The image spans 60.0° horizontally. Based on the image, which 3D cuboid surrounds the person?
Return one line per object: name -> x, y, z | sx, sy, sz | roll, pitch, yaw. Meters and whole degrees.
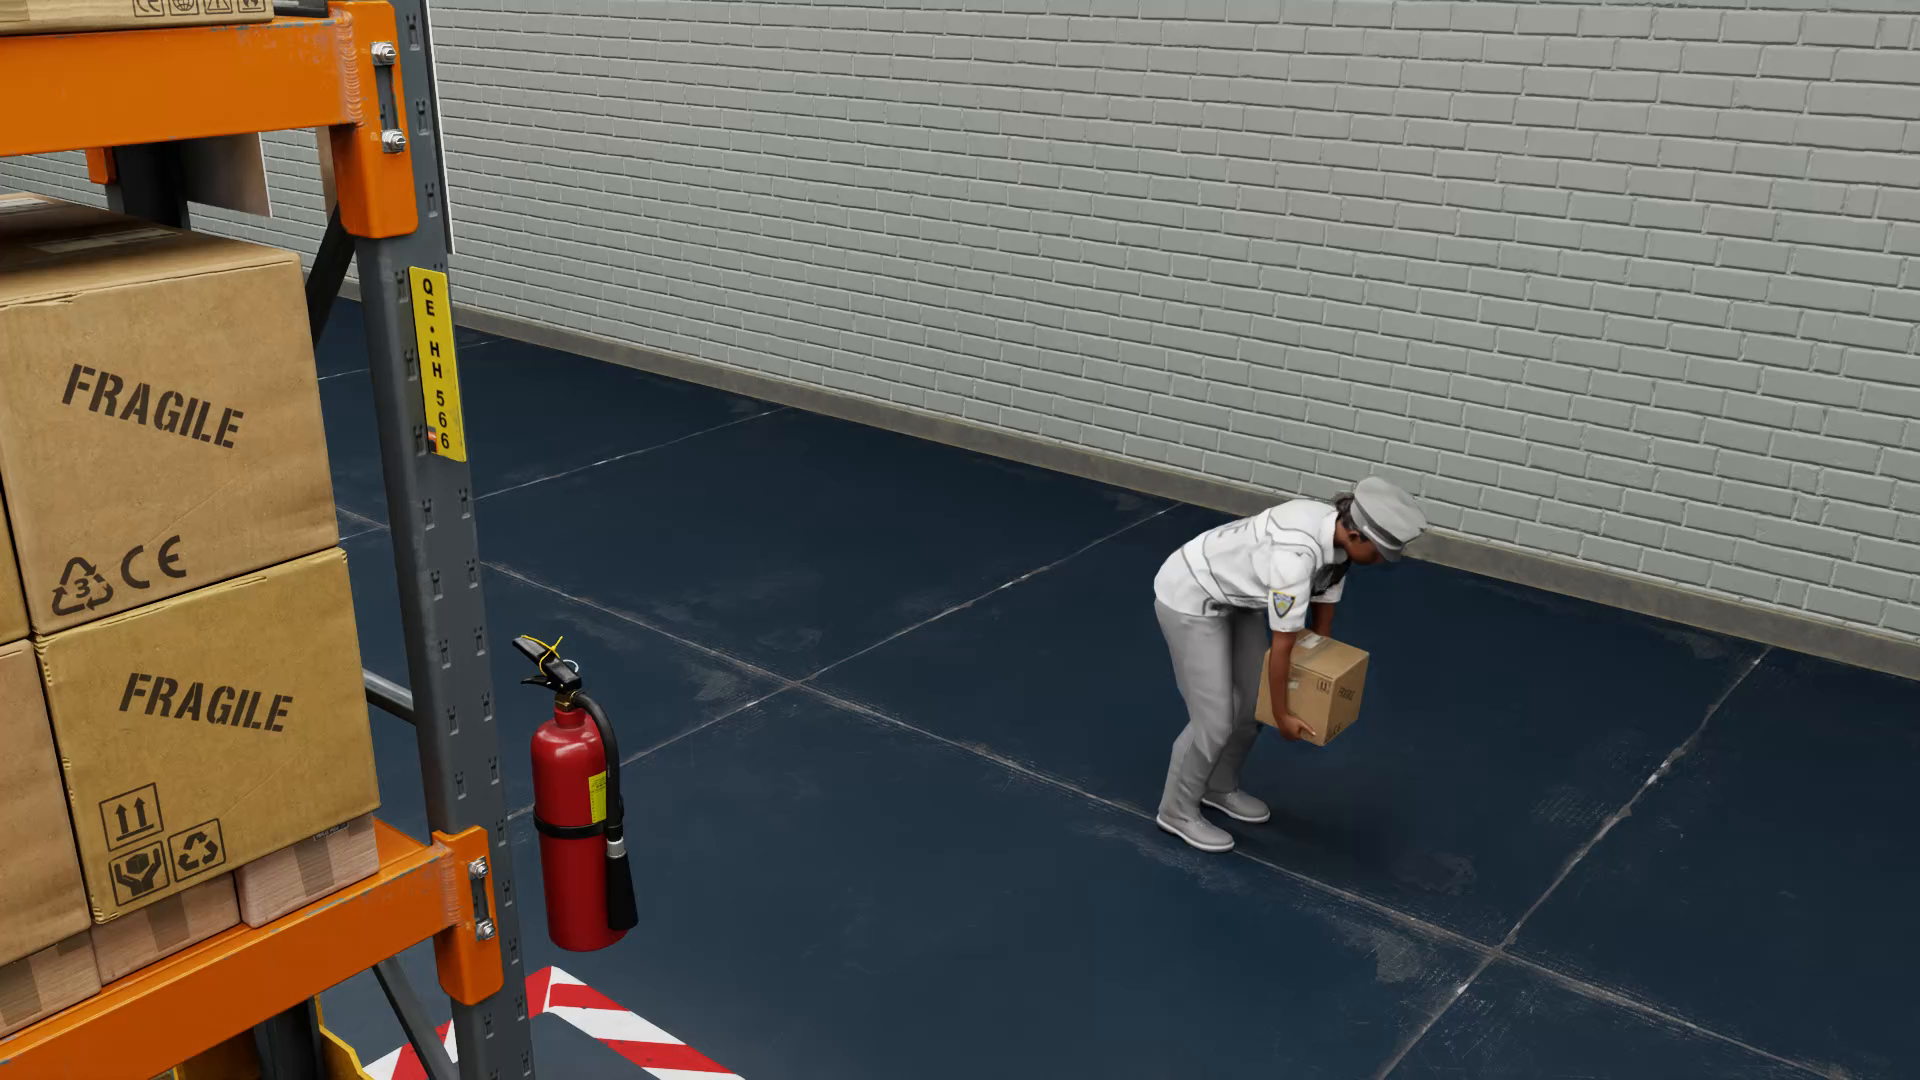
person -> 1.047, 0.403, 5.452 | 0.873, 1.350, 0.414 | 15, 25, 35
